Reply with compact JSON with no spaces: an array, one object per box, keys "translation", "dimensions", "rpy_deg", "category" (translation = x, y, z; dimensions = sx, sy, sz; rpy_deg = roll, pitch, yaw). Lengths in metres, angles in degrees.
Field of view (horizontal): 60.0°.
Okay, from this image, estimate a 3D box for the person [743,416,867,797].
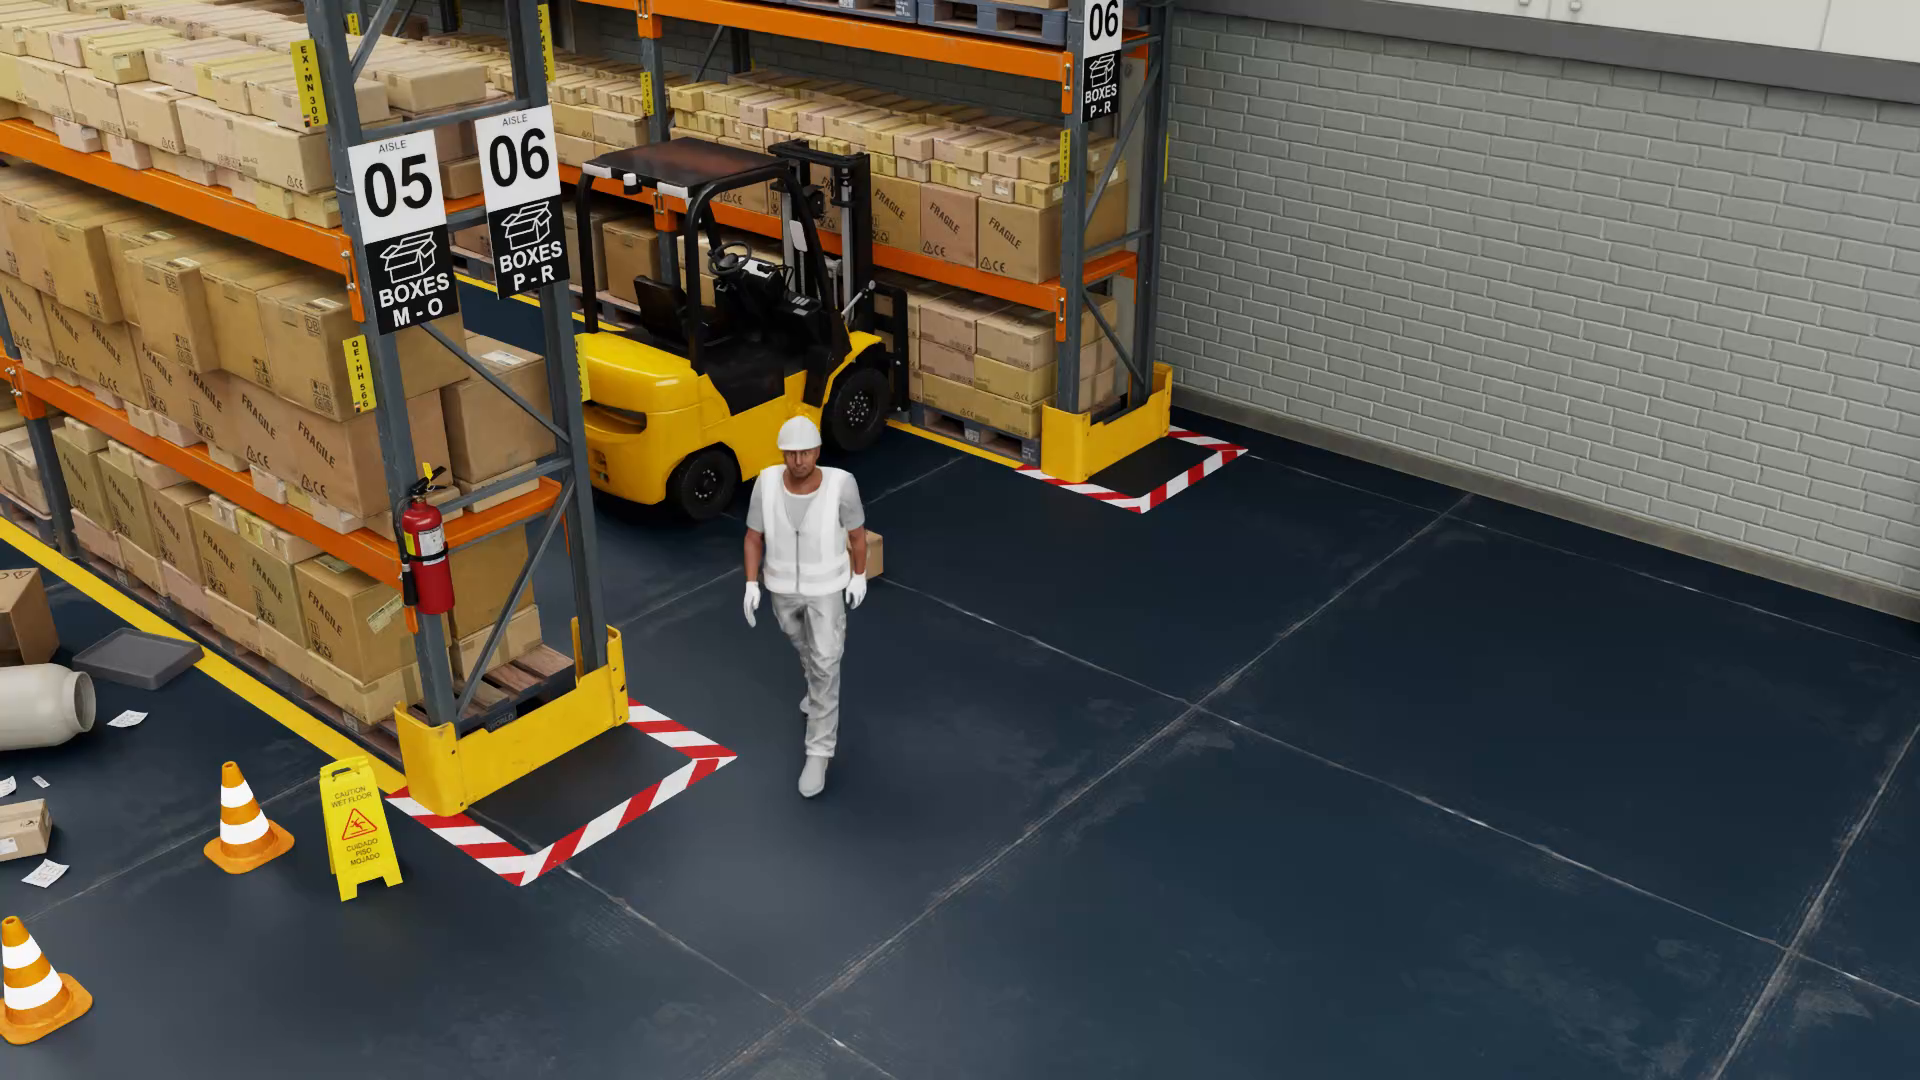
[{"translation":[-0.772,0.246,8.072],"dimensions":[0.565,1.736,0.983],"rpy_deg":[5,28,10],"category":"person"}]
